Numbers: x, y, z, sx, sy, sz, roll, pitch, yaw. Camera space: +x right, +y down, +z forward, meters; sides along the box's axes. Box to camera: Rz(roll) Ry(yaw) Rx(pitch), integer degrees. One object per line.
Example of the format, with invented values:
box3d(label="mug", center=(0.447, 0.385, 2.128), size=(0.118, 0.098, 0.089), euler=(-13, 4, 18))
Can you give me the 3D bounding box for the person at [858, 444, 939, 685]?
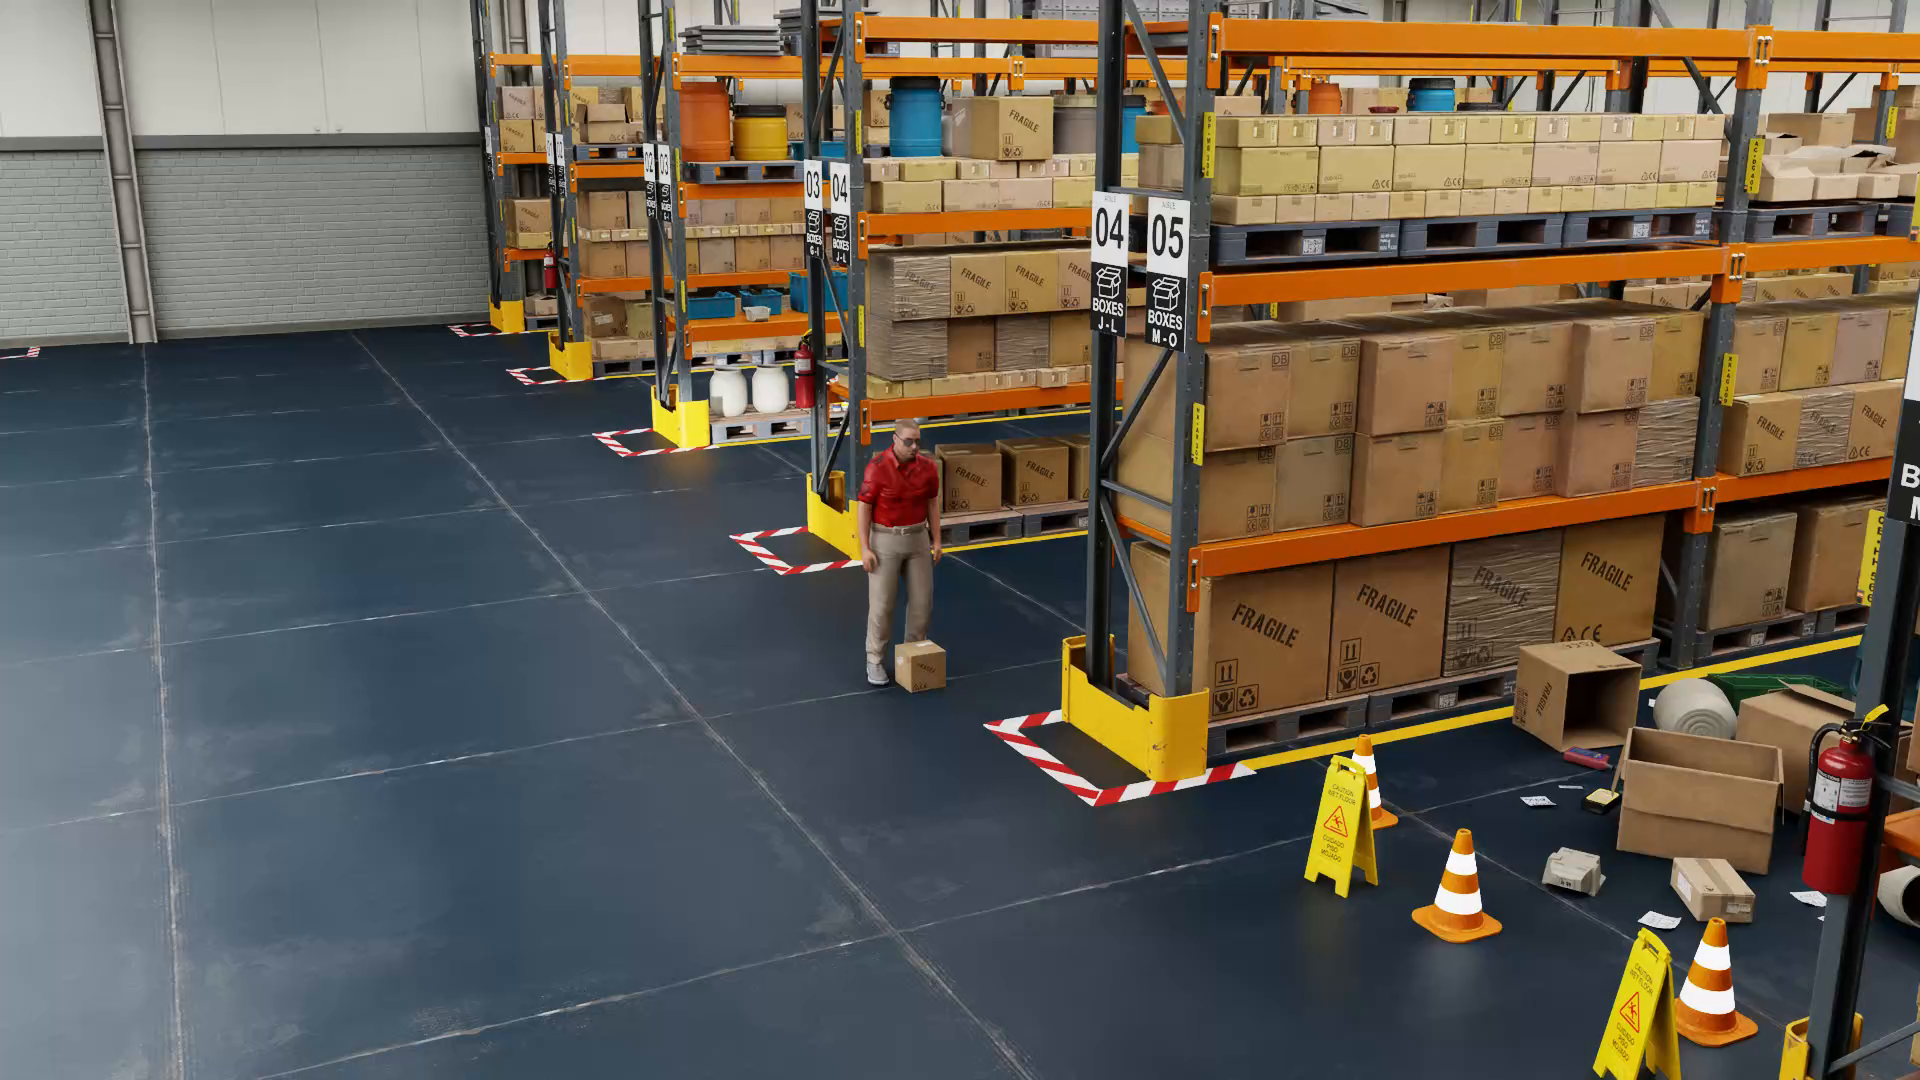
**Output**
box3d(label="person", center=(-0.386, 0.133, 10.885), size=(0.563, 1.552, 0.394), euler=(-7, 17, -26))
